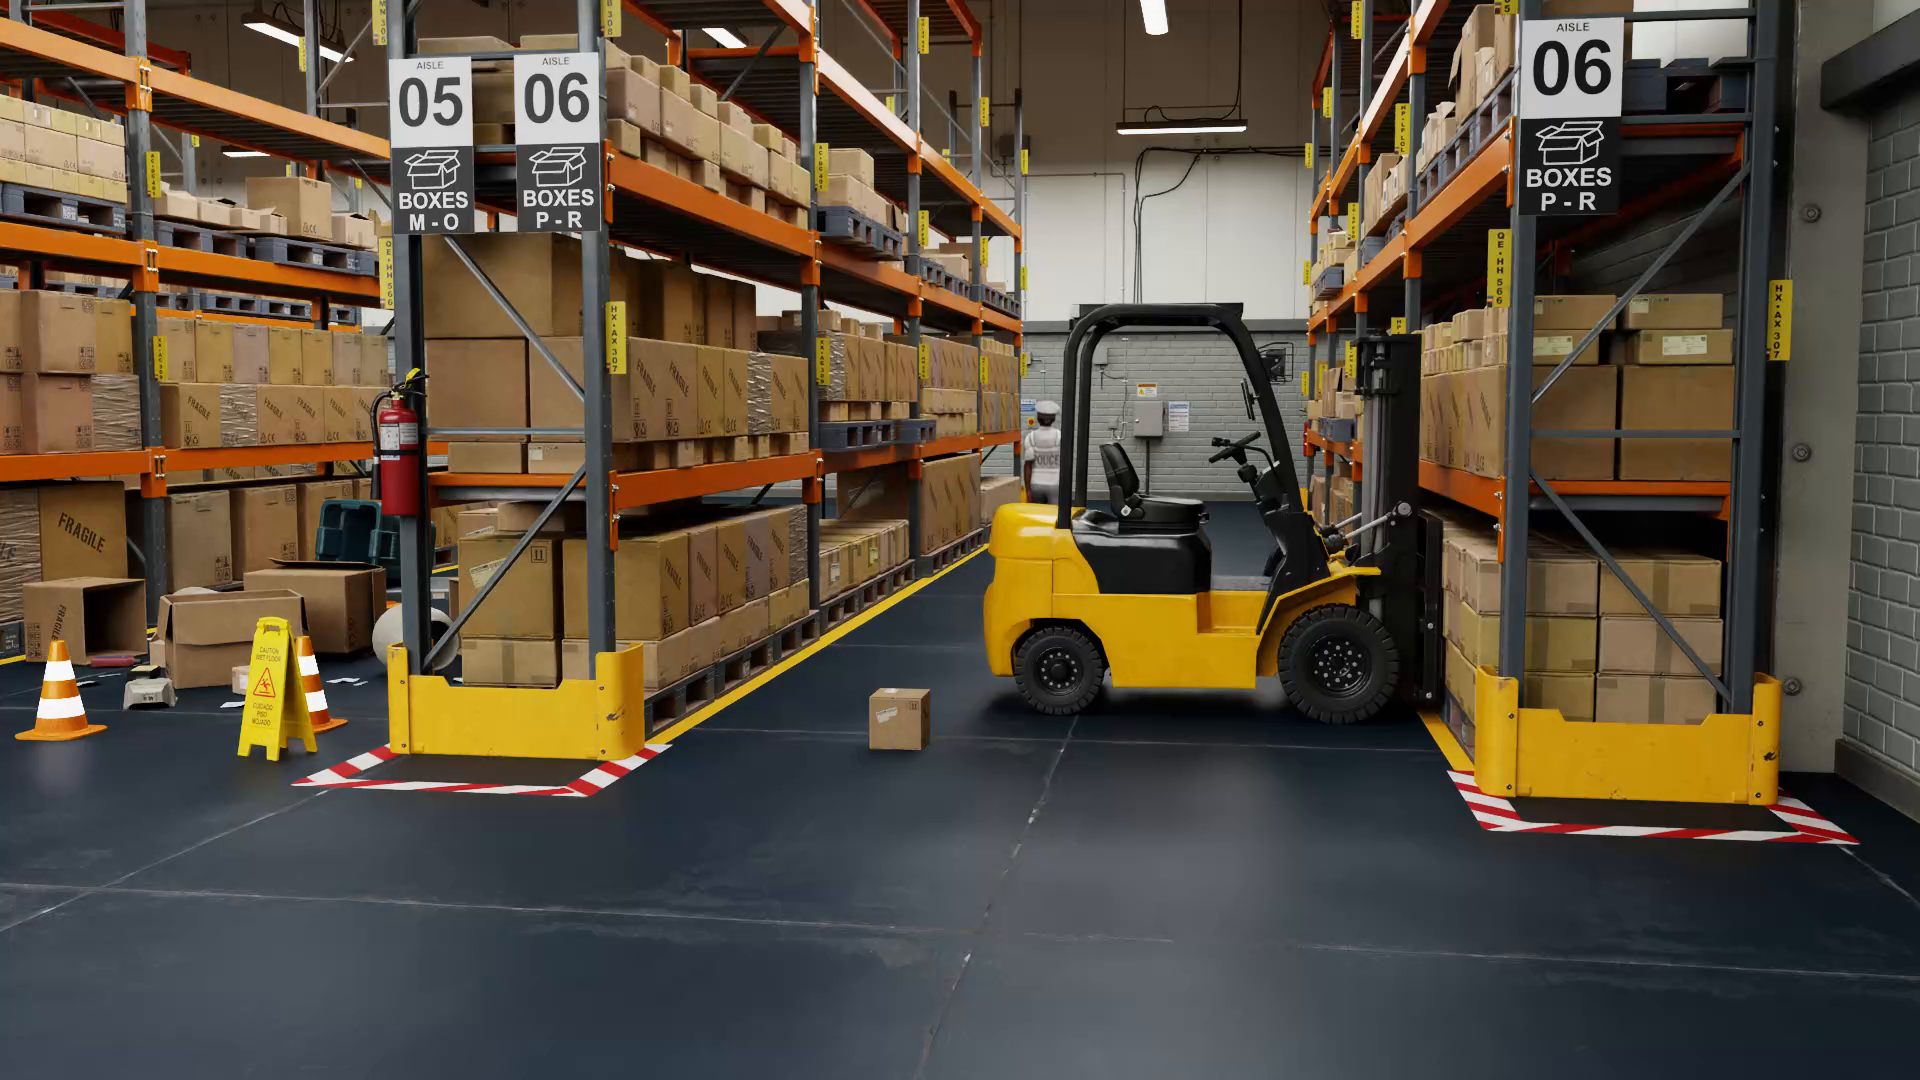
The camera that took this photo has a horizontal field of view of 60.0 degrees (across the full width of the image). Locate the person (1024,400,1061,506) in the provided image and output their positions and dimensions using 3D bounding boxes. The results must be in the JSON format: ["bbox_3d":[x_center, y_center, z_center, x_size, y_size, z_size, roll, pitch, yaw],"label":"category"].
[{"bbox_3d":[0.833,-0.513,15.992,0.442,1.655,0.862,1,5,11],"label":"person"}]
